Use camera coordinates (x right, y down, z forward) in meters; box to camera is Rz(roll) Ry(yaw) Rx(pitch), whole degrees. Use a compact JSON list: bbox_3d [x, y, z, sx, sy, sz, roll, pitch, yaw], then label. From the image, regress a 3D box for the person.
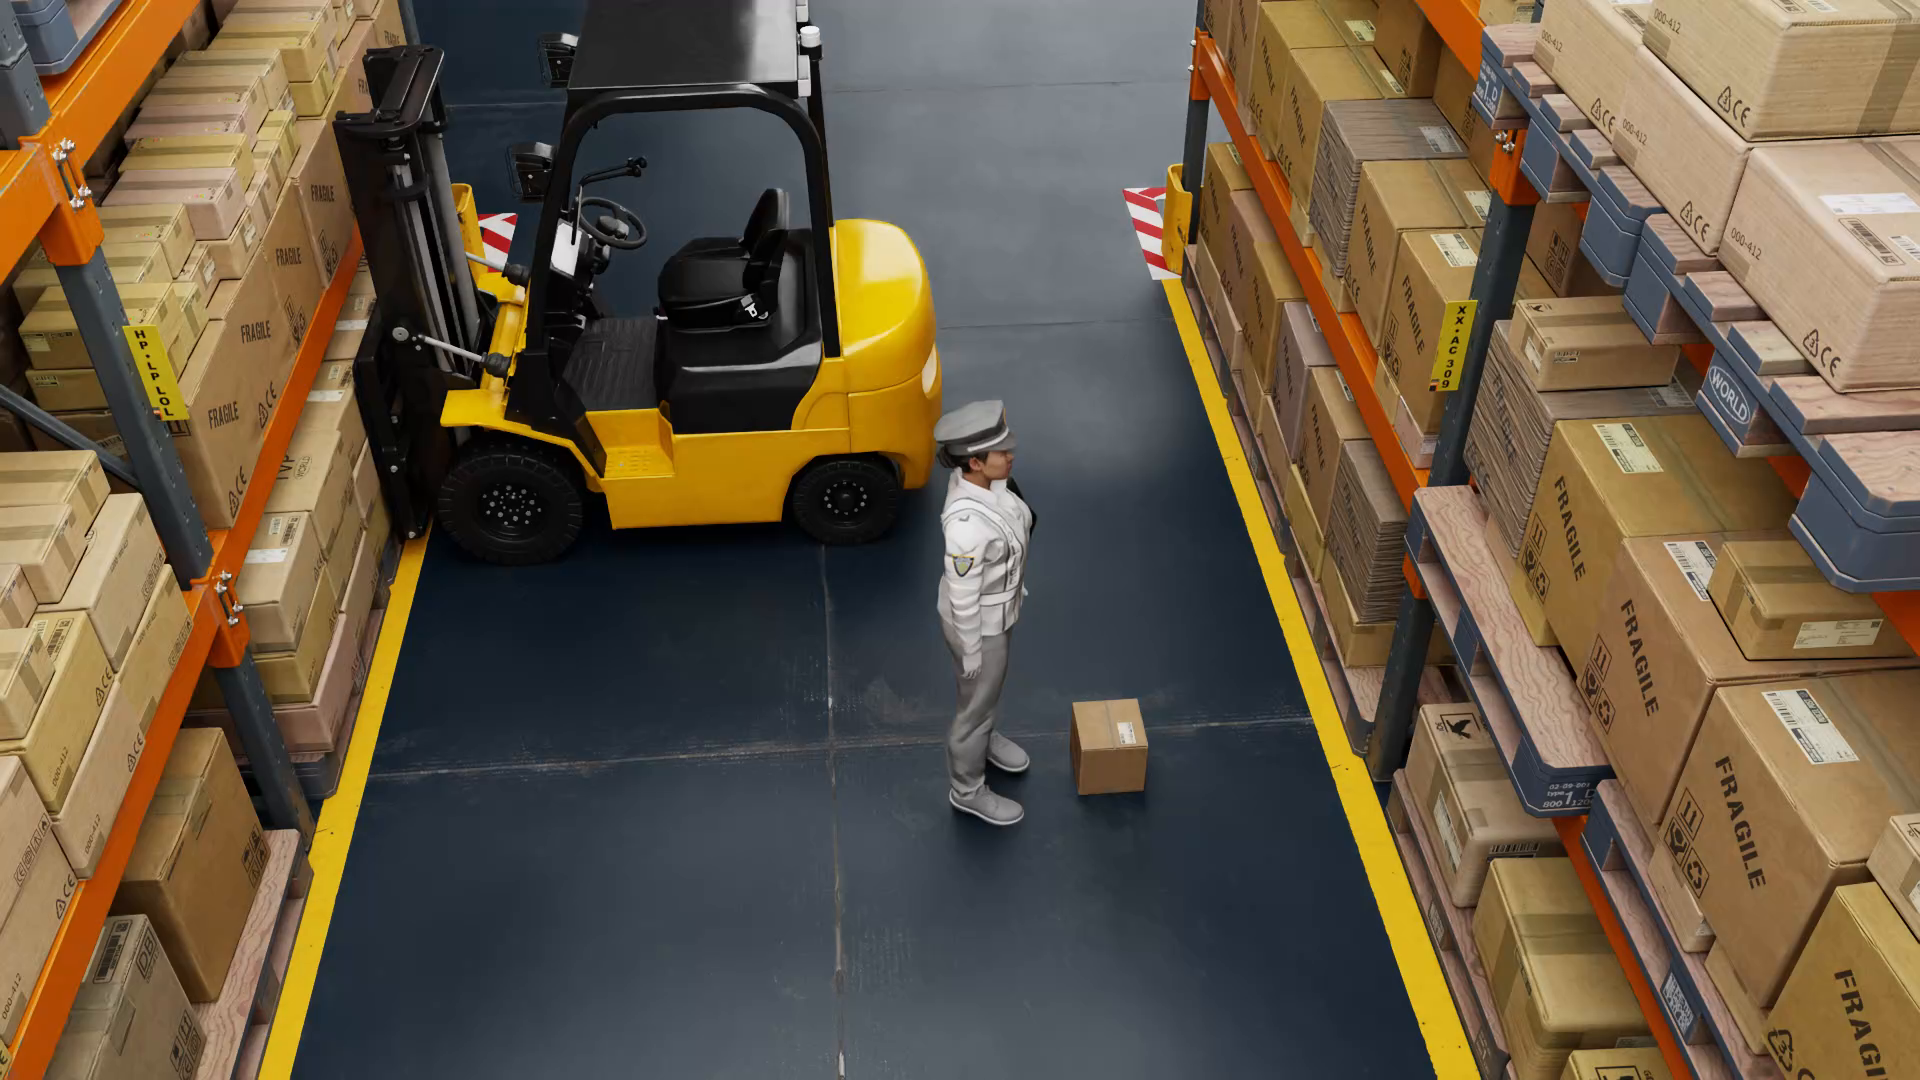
[{"bbox_3d":[0.085,0.250,5.817,0.351,1.709,0.512,4,40,5],"label":"person"}]
